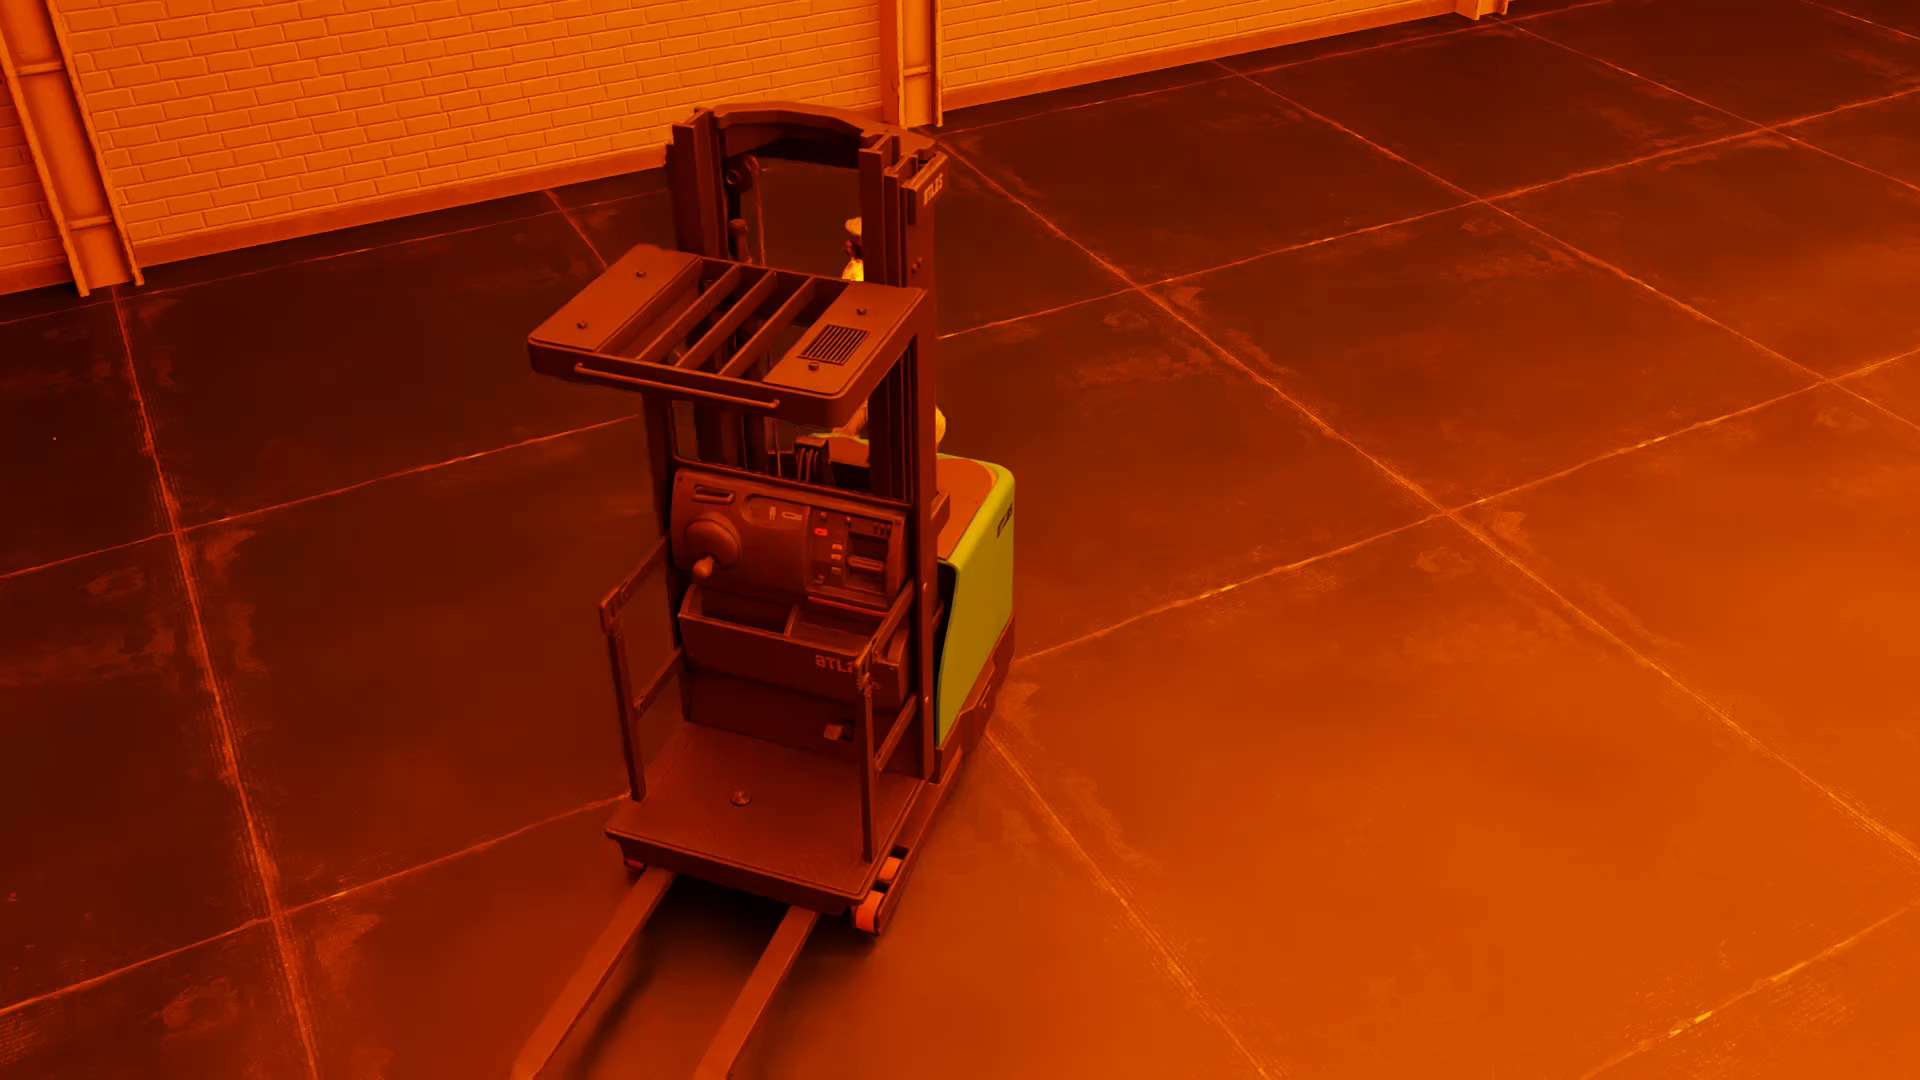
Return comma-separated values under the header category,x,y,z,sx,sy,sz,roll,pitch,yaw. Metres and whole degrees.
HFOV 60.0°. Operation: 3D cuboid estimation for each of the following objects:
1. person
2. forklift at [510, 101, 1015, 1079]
category,x,y,z,sx,sy,sz,roll,pitch,yaw
person,-0.425,-0.975,8.709,0.645,1.511,0.880,-3,35,-4
forklift,-0.717,0.066,6.029,1.130,2.935,3.031,12,37,16
